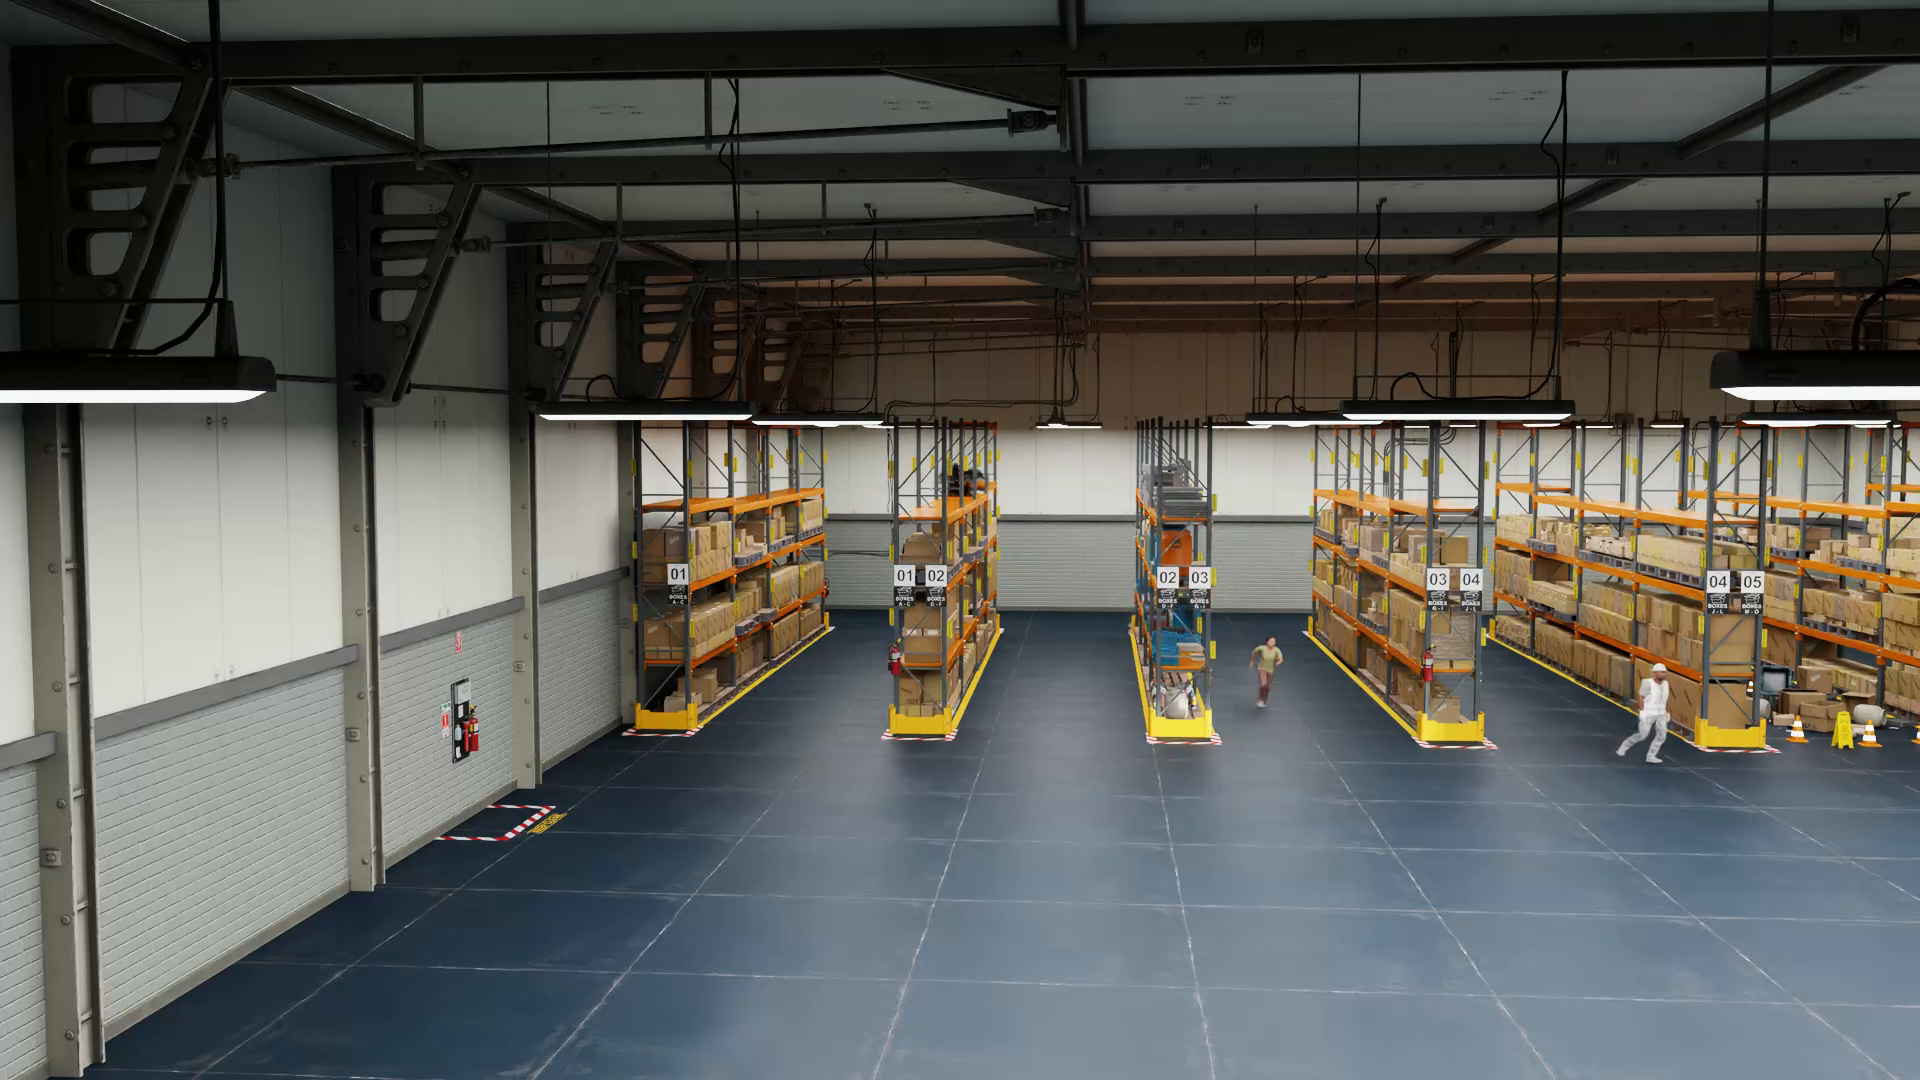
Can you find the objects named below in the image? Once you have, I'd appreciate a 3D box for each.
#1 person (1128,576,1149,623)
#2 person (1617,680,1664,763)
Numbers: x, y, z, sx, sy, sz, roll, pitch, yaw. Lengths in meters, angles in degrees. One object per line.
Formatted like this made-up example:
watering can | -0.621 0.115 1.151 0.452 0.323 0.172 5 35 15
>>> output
person | 5.297 1.739 48.440 0.852 1.435 0.456 2 4 28
person | 11.840 3.111 28.735 0.814 1.448 0.597 -1 4 -16
